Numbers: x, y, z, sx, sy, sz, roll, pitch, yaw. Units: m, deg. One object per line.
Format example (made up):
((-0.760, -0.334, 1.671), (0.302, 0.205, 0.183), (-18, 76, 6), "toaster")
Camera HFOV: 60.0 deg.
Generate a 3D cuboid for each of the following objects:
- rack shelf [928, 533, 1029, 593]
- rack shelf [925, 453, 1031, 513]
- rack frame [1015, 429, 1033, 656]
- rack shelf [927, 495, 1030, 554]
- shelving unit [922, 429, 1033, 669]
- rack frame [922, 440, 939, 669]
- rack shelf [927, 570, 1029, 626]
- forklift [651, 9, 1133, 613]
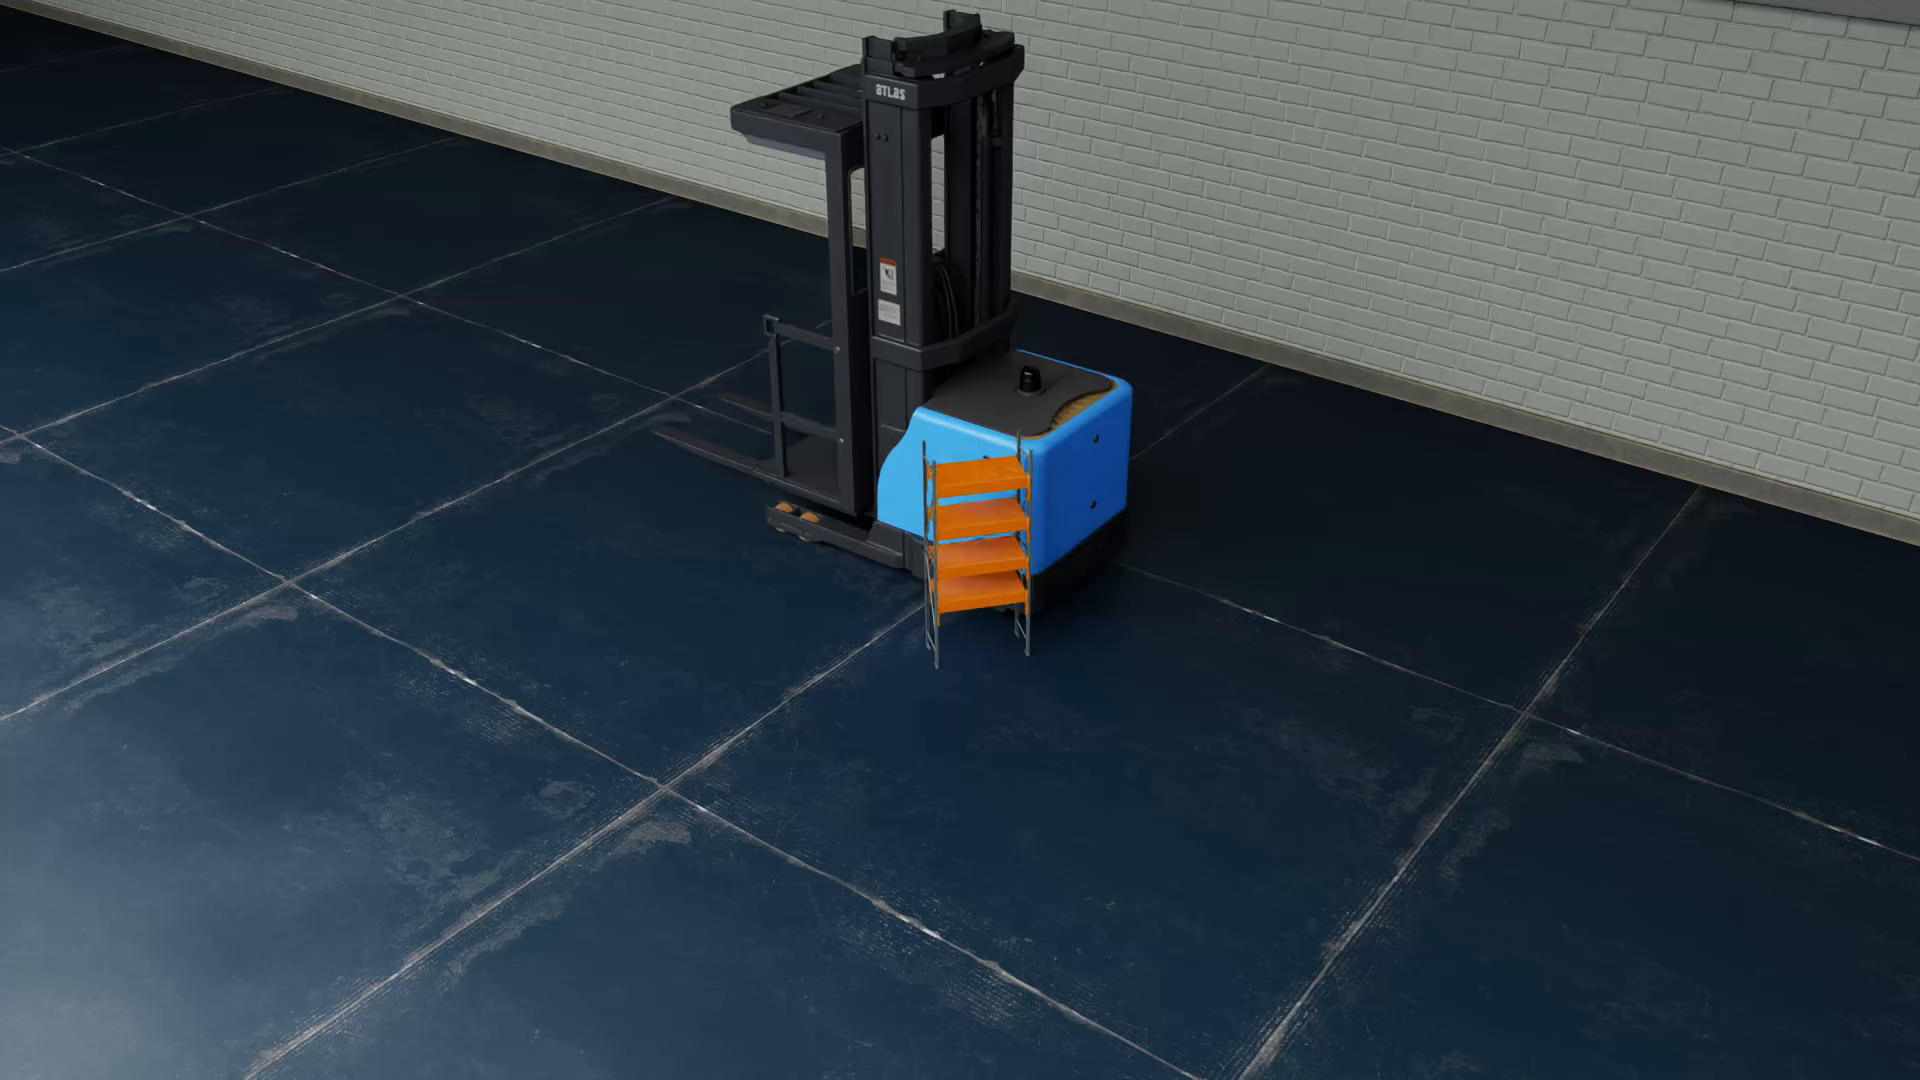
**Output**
((0.089, 0.115, 8.504), (0.480, 0.148, 0.258), (-7, 30, -12), "rack shelf")
((0.086, -0.287, 8.279), (0.480, 0.148, 0.258), (-7, 30, -12), "rack shelf")
((0.325, 0.027, 8.521), (0.015, 1.200, 0.240), (-7, 30, -12), "rack frame")
((0.087, -0.080, 8.395), (0.480, 0.148, 0.258), (-7, 30, -12), "rack shelf")
((0.088, 0.056, 8.471), (0.503, 1.200, 0.258), (-7, 30, -12), "shelving unit")
((-0.149, 0.086, 8.421), (0.015, 1.200, 0.240), (-7, 30, -12), "rack frame")
((0.090, 0.288, 8.601), (0.480, 0.148, 0.258), (-7, 30, -12), "rack shelf")
((-0.529, -1.450, 9.322), (3.031, 2.935, 1.130), (20, 36, 30), "forklift")
